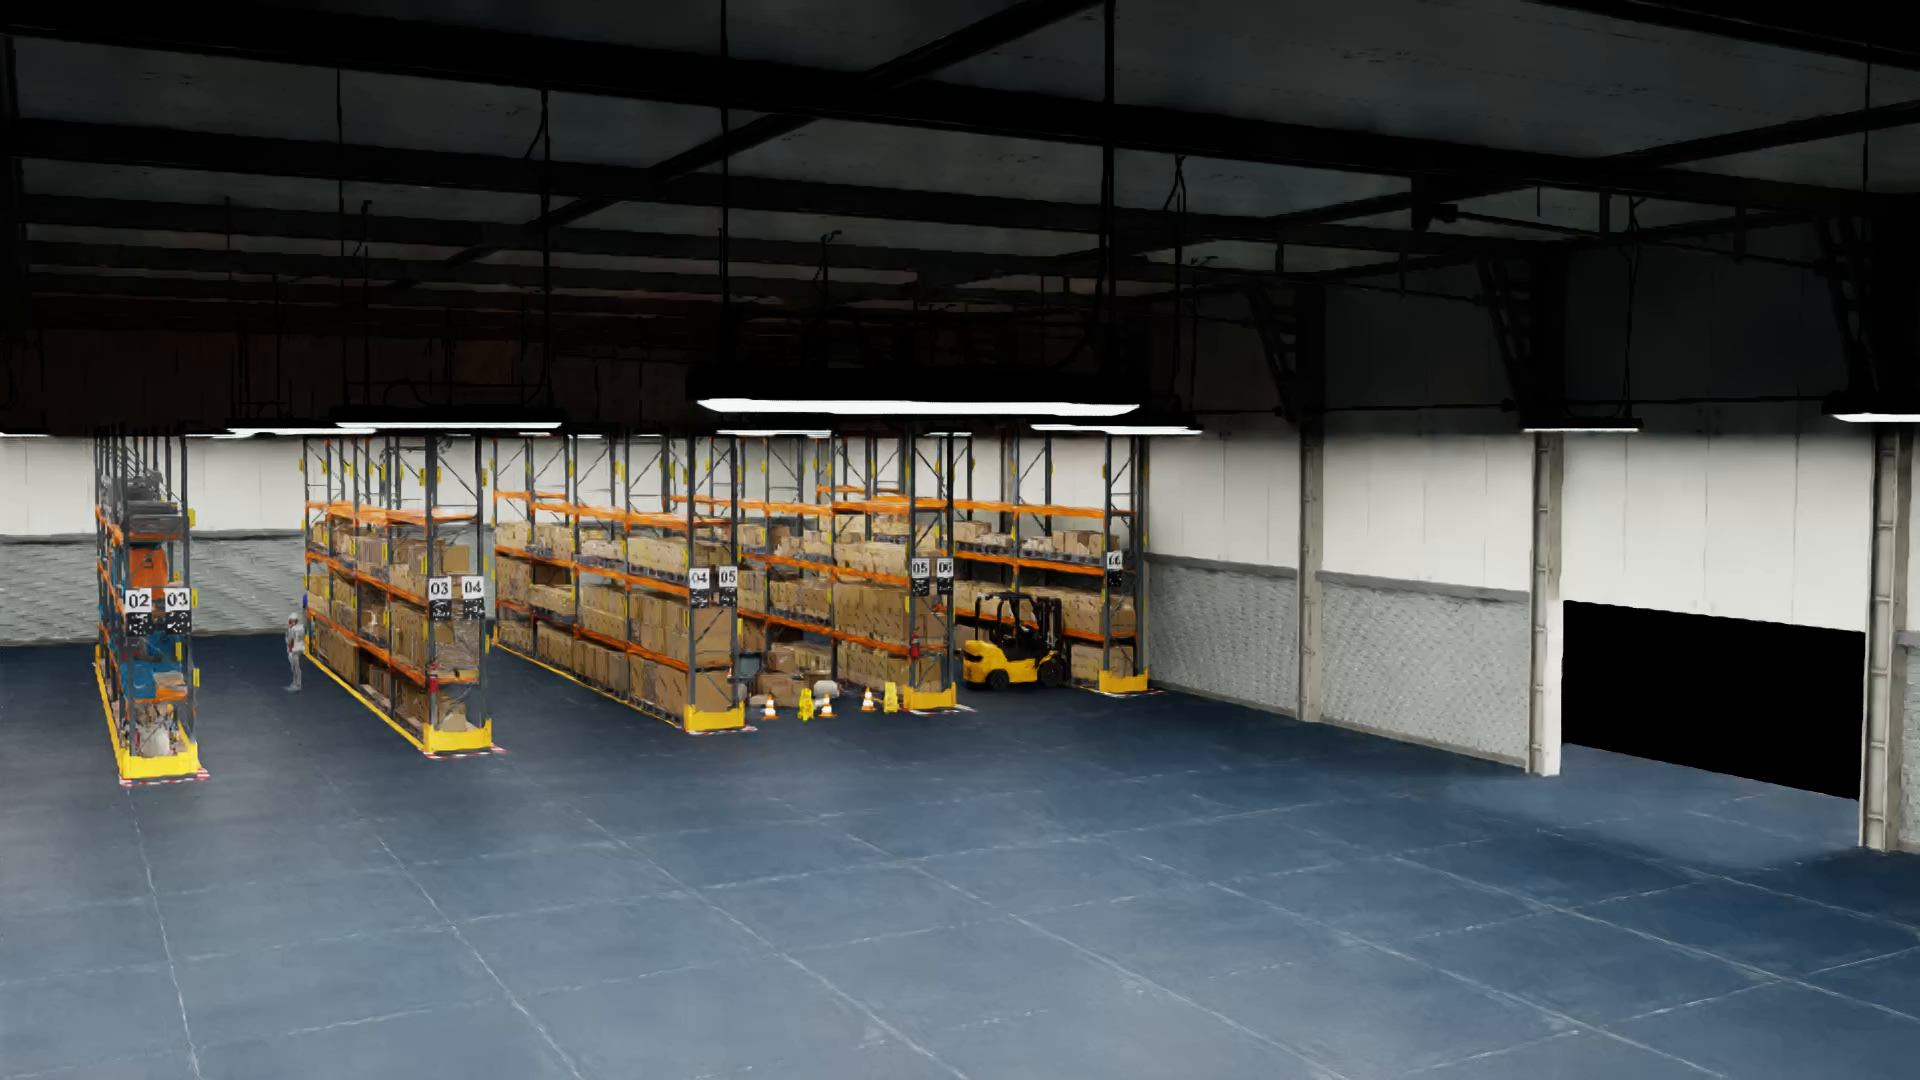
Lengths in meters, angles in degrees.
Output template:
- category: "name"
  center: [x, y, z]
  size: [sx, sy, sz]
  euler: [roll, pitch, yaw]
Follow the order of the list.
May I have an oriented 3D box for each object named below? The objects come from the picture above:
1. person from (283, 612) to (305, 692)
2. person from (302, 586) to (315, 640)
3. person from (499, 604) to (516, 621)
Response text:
- category: "person"
  center: [-15.153, 2.528, 37.754]
  size: [0.497, 1.784, 0.614]
  euler: [0, 3, 2]
- category: "person"
  center: [-18.542, 2.043, 47.570]
  size: [0.505, 1.591, 0.939]
  euler: [0, 3, -7]
- category: "person"
  center: [-13.257, 1.920, 48.770]
  size: [0.599, 1.709, 0.554]
  euler: [0, 3, 7]
